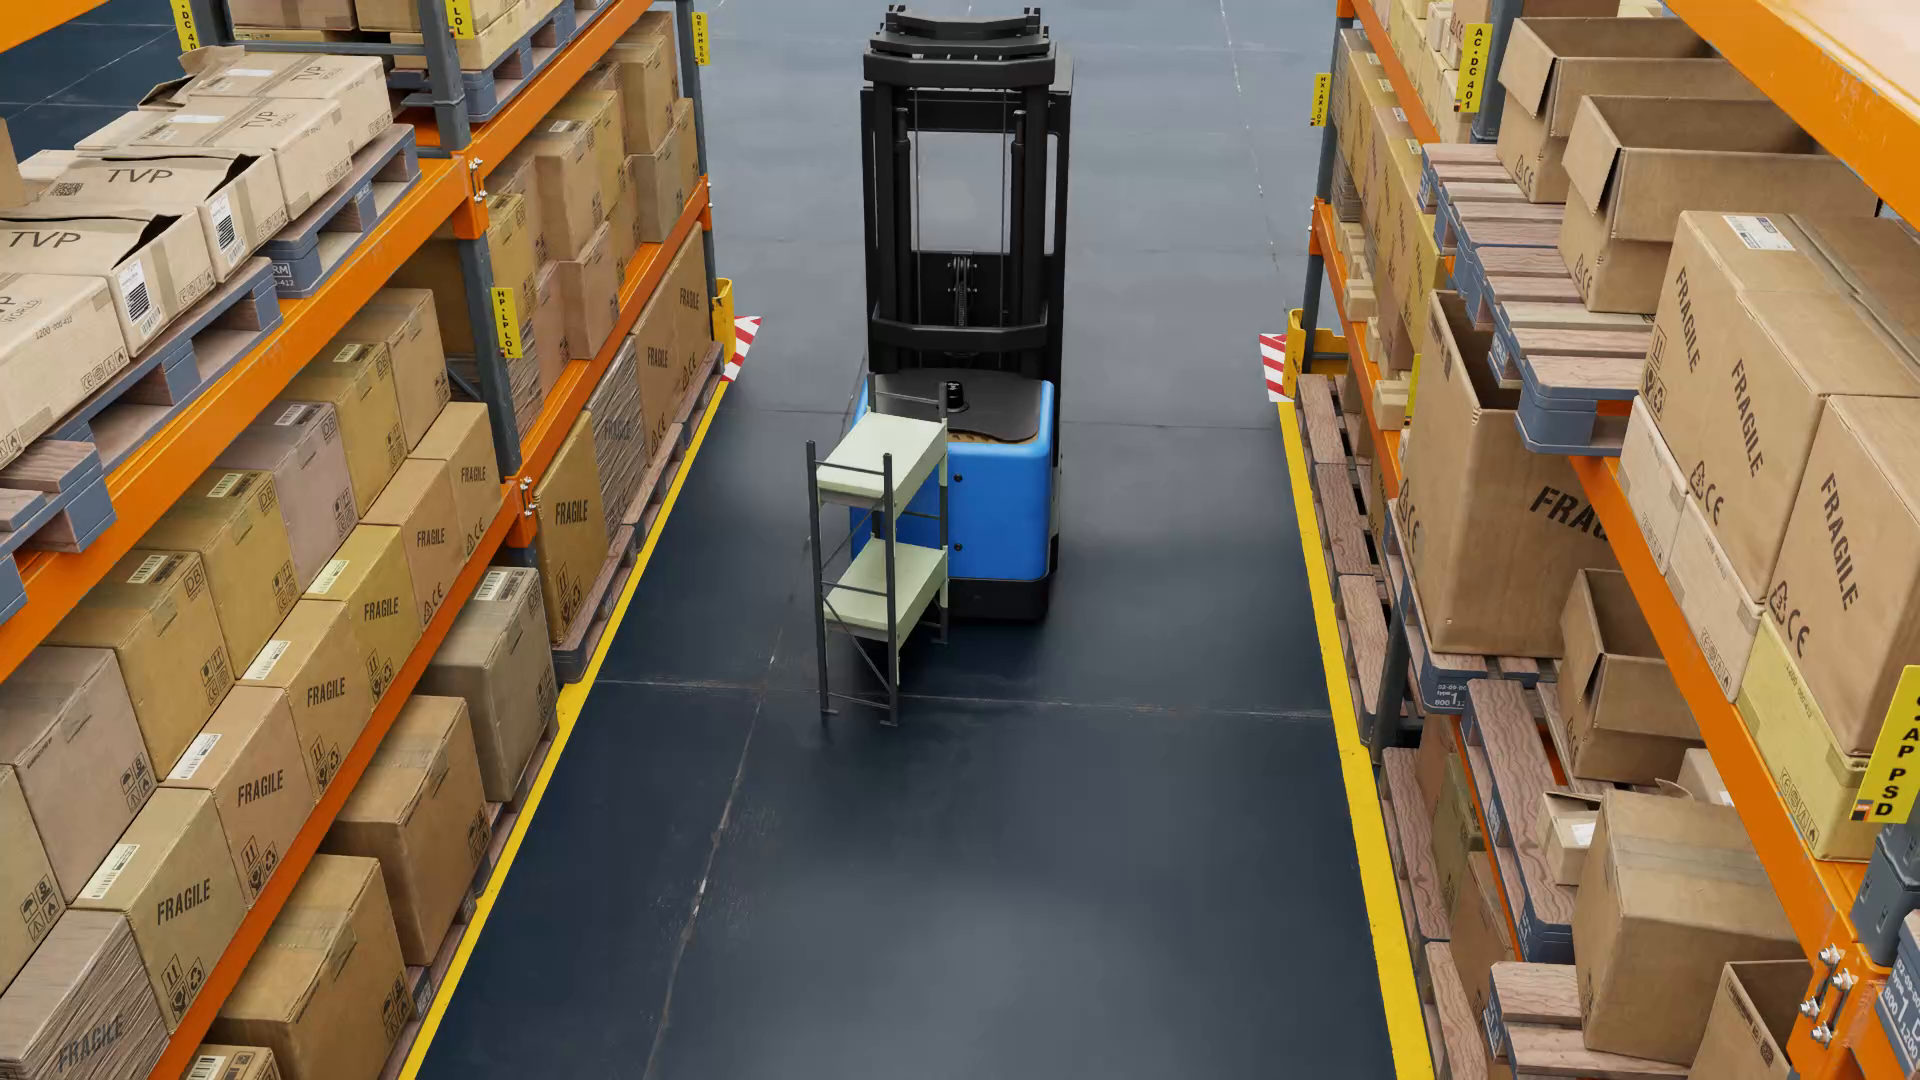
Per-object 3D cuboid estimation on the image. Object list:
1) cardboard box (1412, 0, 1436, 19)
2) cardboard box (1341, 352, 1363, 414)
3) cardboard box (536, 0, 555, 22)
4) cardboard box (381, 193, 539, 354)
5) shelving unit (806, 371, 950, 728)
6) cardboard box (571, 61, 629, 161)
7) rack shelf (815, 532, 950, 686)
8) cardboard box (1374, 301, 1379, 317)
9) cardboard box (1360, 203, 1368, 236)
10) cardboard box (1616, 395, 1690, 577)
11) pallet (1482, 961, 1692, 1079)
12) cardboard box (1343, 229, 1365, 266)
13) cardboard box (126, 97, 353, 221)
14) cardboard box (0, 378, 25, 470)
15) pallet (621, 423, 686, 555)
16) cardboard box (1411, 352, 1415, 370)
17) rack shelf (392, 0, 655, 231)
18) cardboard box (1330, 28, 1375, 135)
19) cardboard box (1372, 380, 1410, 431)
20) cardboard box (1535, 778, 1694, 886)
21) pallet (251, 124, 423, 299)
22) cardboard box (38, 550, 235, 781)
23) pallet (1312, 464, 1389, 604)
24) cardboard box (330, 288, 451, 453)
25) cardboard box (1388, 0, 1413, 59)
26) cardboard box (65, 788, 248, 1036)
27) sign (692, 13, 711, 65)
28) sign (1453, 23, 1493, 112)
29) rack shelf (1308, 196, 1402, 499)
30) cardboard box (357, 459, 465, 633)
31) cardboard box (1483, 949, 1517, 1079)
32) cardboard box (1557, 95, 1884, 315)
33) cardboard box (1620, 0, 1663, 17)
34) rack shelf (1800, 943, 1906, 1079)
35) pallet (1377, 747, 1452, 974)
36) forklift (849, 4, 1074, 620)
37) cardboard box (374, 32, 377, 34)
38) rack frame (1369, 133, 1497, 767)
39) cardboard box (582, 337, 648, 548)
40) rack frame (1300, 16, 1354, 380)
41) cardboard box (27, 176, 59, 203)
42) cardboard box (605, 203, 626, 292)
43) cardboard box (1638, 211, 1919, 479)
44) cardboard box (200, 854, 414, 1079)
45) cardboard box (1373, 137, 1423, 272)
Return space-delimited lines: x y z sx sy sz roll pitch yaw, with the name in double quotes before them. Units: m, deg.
"cardboard box" 2.281 -2.481 7.602 0.380 0.149 0.250 4 32 6
"cardboard box" 2.699 -1.107 10.450 0.500 0.500 0.500 8 33 13
"cardboard box" -2.065 -2.456 7.541 0.380 0.149 0.250 2 32 3
"cardboard box" -2.430 -1.207 7.457 0.875 0.550 0.550 2 32 4
"shelving unit" -0.372 0.050 8.020 0.431 1.500 0.755 10 33 16
"cardboard box" -2.372 -2.336 9.289 0.875 0.550 0.550 2 32 4
"rack shelf" -0.372 0.327 8.191 0.431 0.370 0.720 10 33 16
"cardboard box" 2.398 -1.156 8.787 0.380 0.149 0.250 2 32 4
"cardboard box" 2.773 -1.935 9.432 0.875 0.500 0.500 2 32 4
"cardboard box" 1.980 -0.130 4.166 0.500 0.250 0.500 3 32 5
"pallet" 2.067 1.569 4.308 1.213 0.211 1.003 2 32 4
"cardboard box" 2.431 -1.681 9.639 0.380 0.149 0.250 2 32 4
"cardboard box" -2.376 -1.271 5.522 0.500 0.250 0.500 2 32 4
"cardboard box" -2.542 -0.229 3.774 0.500 0.311 0.500 3 32 4
"pallet" -2.258 -0.338 9.878 1.003 0.211 1.213 2 32 4
"cardboard box" 2.615 -0.889 7.734 0.875 0.500 0.500 2 32 4
"rack shelf" -2.332 -2.508 8.568 1.077 0.370 4.000 2 32 4
"cardboard box" 2.450 -2.637 9.619 0.500 0.500 0.500 2 32 4
"cardboard box" 2.184 -0.639 7.947 0.380 0.149 0.250 2 32 4
"cardboard box" 1.982 0.860 5.004 0.396 0.266 0.258 2 32 3
"pallet" -2.520 -1.206 5.951 0.805 0.209 1.217 1 32 2
"cardboard box" -2.694 0.365 5.031 0.700 0.500 0.500 2 32 3
"pallet" 2.557 -0.032 9.381 1.003 0.211 1.213 2 32 4
"cardboard box" -2.529 -0.700 6.759 0.700 0.500 0.500 2 32 3
"cardboard box" 2.352 -2.490 7.995 0.500 0.250 0.500 3 32 5
"cardboard box" -2.476 1.068 4.843 0.500 0.500 0.500 2 32 4
"sign" -1.629 -3.147 10.448 0.100 0.325 0.005 2 32 4
"sign" 1.899 -1.743 6.148 0.100 0.325 0.005 2 32 4
"rack shelf" 2.603 -0.966 8.925 1.077 0.370 4.000 2 32 4
"cardboard box" -2.312 0.014 6.553 0.500 0.500 0.500 2 32 3
"cardboard box" 2.221 1.803 5.709 0.700 0.500 0.500 5 32 8
"cardboard box" 2.228 -0.992 4.924 0.797 0.503 0.637 4 32 6
"cardboard box" 2.857 -2.315 7.332 0.380 0.149 0.250 2 32 3
"rack shelf" 1.952 1.940 1.350 1.077 0.370 4.000 2 32 4
"pallet" 2.379 1.367 7.110 1.003 0.211 1.213 2 32 4
"forklift" 0.049 -1.577 9.296 1.130 2.935 3.031 2 32 4
"cardboard box" -2.744 -2.354 7.376 0.380 0.149 0.250 3 32 5
"rack frame" 2.441 -0.227 7.039 1.000 3.000 0.127 2 32 4
"cardboard box" -2.304 -0.563 9.210 0.875 0.875 0.875 3 32 4
"rack frame" 2.766 -2.318 10.433 1.000 3.000 0.127 2 32 4
"cardboard box" -2.858 -0.963 5.008 0.396 0.266 0.258 2 32 4
"cardboard box" -2.350 -1.596 9.118 0.875 0.550 0.500 2 32 4
"cardboard box" 1.991 -0.455 3.978 0.500 0.500 0.500 3 32 5
"cardboard box" -2.613 1.607 5.807 1.050 0.750 0.750 3 32 5
"cardboard box" 2.284 -1.592 7.922 0.500 0.500 0.500 2 32 4
